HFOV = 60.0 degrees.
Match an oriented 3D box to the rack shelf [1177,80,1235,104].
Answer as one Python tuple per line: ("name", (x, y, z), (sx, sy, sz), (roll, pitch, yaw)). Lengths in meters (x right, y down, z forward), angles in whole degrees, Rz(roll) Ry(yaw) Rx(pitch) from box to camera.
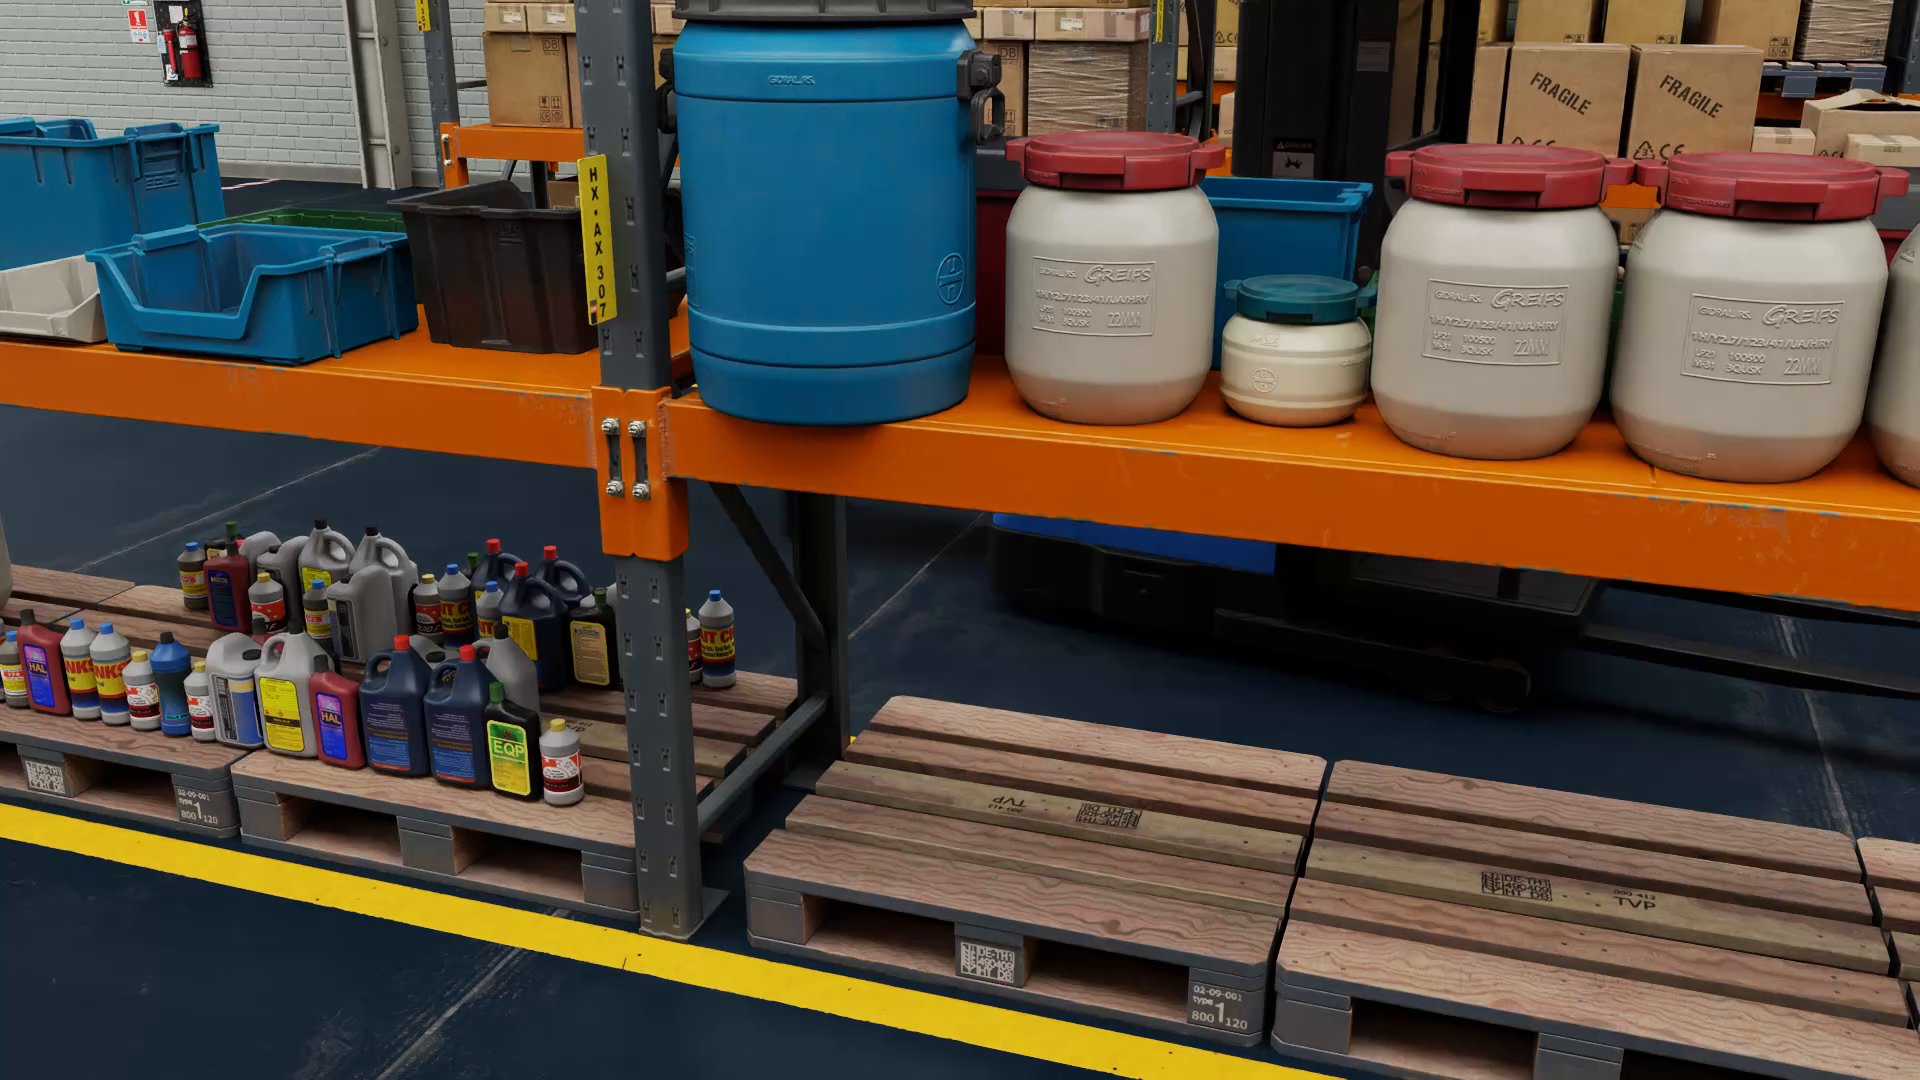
("rack shelf", (0.831, -3.593, 13.418), (4.000, 0.370, 1.077), (7, 20, 18))

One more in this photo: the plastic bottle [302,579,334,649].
("plastic bottle", (-1.911, 0.217, 4.978), (0.097, 0.201, 0.097), (0, 19, 0))

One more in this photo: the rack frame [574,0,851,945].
("rack frame", (-0.530, -0.636, 3.843), (0.127, 3.000, 1.000), (7, 20, 18))

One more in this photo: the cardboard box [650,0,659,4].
("cardboard box", (-1.695, -3.152, 8.939), (0.500, 0.500, 0.700), (6, 20, 17))

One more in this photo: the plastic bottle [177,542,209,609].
("plastic bottle", (-2.430, 0.108, 5.293), (0.097, 0.201, 0.097), (0, 19, 0))

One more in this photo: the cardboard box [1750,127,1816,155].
("cardboard box", (3.654, -1.745, 7.407), (0.250, 0.149, 0.380), (8, 21, 22))

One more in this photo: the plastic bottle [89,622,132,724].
("plastic bottle", (-2.280, 0.353, 4.482), (0.097, 0.271, 0.097), (0, 19, 0))

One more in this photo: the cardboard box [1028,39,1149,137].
("cardboard box", (0.677, -2.269, 8.376), (0.500, 0.500, 0.700), (6, 20, 17))

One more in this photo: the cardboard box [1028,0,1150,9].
("cardboard box", (0.677, -2.881, 8.162), (0.500, 0.500, 0.700), (7, 20, 18))

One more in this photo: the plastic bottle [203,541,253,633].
("plastic bottle", (-2.236, 0.138, 5.082), (0.133, 0.283, 0.061), (7, 20, 18))

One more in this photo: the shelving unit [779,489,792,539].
("shelving unit", (-0.133, -0.731, 6.395), (1.048, 1.500, 0.538), (7, 20, 20))

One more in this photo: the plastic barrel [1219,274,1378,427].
("plastic barrel", (0.669, -0.380, 3.319), (0.301, 0.262, 0.301), (0, 19, 0))

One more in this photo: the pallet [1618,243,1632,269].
("pallet", (4.613, -2.185, 12.523), (1.213, 0.211, 1.003), (7, 20, 18))

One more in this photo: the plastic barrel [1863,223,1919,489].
("plastic barrel", (1.808, -0.347, 2.844), (0.421, 0.512, 0.421), (0, 19, 0))

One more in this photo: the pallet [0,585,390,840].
("pallet", (-2.307, 0.464, 4.924), (1.213, 0.211, 1.003), (7, 20, 18))

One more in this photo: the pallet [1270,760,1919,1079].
("pallet", (1.380, 0.885, 3.717), (1.213, 0.211, 1.003), (7, 20, 18))

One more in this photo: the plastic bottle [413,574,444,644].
("plastic bottle", (-1.595, 0.203, 5.019), (0.097, 0.201, 0.097), (0, 19, 0))

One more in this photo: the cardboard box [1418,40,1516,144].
("cardboard box", (2.316, -2.078, 7.828), (0.500, 0.500, 0.500), (8, 21, 22))

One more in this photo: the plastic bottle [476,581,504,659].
("plastic bottle", (-1.333, 0.250, 4.777), (0.097, 0.271, 0.097), (0, 19, 0))

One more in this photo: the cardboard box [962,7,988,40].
("cardboard box", (0.042, -2.575, 8.268), (0.250, 0.149, 0.380), (6, 20, 18))

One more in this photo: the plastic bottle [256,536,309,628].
("plastic bottle", (-2.070, 0.123, 5.135), (0.135, 0.276, 0.152), (6, 20, 17))

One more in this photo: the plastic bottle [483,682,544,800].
("plastic bottle", (-1.093, 0.490, 4.073), (0.133, 0.283, 0.061), (8, 21, 21))

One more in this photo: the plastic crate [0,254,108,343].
("plastic crate", (-2.147, -0.608, 4.164), (0.437, 0.136, 0.530), (7, 20, 18))

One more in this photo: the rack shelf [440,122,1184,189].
("rack shelf", (-0.791, -2.052, 8.999), (4.000, 0.370, 1.077), (7, 20, 18))

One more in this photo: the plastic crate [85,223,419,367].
("plastic crate", (-1.665, -0.601, 3.968), (0.616, 0.251, 0.499), (7, 20, 18))

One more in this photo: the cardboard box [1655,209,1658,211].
("cardboard box", (5.354, -2.465, 12.220), (0.500, 0.500, 0.700), (6, 20, 18))

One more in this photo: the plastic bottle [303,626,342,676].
("plastic bottle", (-1.710, 0.369, 4.419), (0.133, 0.283, 0.061), (7, 20, 18))

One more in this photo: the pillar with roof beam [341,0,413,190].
("pillar with roof beam", (-7.193, -6.484, 11.506), (0.400, 9.000, 9.100), (7, 20, 18))

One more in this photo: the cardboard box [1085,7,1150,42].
("cardboard box", (0.771, -2.492, 8.030), (0.250, 0.149, 0.380), (7, 20, 18))

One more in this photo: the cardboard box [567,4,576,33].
("cardboard box", (-1.894, -2.797, 8.905), (0.250, 0.149, 0.380), (7, 20, 18))

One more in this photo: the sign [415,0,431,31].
("sign", (-2.868, -2.882, 8.851), (0.005, 0.325, 0.100), (7, 20, 18))

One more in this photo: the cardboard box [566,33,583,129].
("cardboard box", (-1.745, -2.545, 9.169), (0.500, 0.500, 0.700), (7, 20, 19))

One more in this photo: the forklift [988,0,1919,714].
("forklift", (1.644, -1.056, 5.151), (3.031, 2.935, 1.130), (10, 22, 27))

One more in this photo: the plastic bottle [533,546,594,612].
("plastic bottle", (-1.157, 0.191, 4.827), (0.185, 0.351, 0.144), (7, 20, 20))

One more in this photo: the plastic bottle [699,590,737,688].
("plastic bottle", (-0.688, 0.274, 4.710), (0.097, 0.271, 0.097), (0, 19, 0))

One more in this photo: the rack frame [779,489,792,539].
("rack frame", (-0.608, -0.791, 6.566), (0.032, 1.500, 0.500), (7, 20, 20))

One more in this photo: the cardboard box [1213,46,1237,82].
("cardboard box", (2.174, -3.612, 12.578), (0.500, 0.250, 0.500), (7, 20, 18))

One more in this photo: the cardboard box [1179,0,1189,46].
("cardboard box", (1.699, -4.016, 12.598), (0.500, 0.500, 0.500), (6, 20, 18))

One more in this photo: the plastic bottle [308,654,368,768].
("plastic bottle", (-1.582, 0.434, 4.233), (0.133, 0.283, 0.061), (8, 21, 22))

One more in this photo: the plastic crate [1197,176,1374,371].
("plastic crate", (0.614, -0.606, 3.781), (0.575, 0.384, 0.392), (7, 20, 18))

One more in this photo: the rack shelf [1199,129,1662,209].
("rack shelf", (2.988, -1.620, 7.759), (4.000, 0.370, 1.077), (7, 20, 18))

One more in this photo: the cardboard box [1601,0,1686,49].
("cardboard box", (4.868, -3.714, 11.855), (0.500, 0.500, 0.700), (7, 20, 18))

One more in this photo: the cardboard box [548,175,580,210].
("cardboard box", (-2.076, -1.896, 9.859), (0.500, 0.500, 0.500), (7, 20, 18))

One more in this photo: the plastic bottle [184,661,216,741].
("plastic bottle", (-1.993, 0.419, 4.399), (0.097, 0.201, 0.097), (0, 19, 0))

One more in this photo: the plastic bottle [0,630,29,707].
("plastic bottle", (-2.601, 0.350, 4.599), (0.097, 0.201, 0.097), (0, 19, 0))
